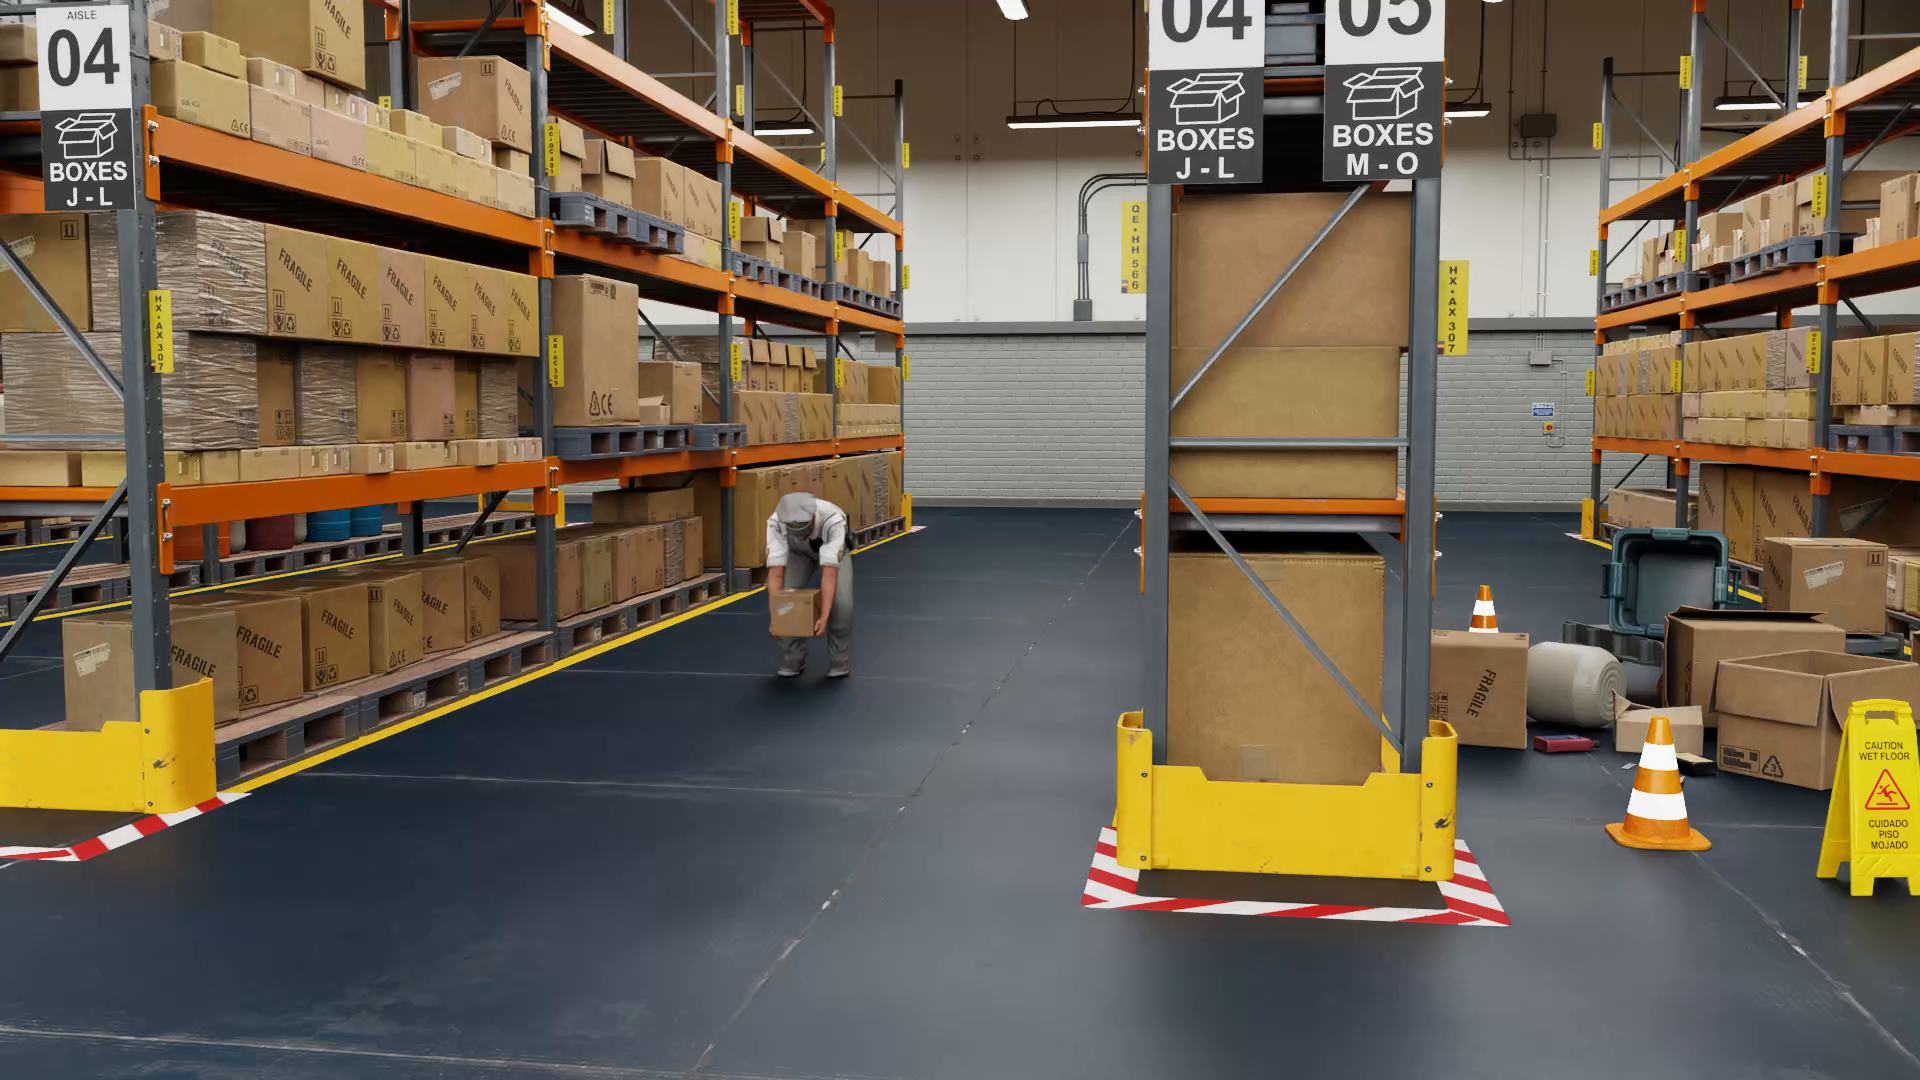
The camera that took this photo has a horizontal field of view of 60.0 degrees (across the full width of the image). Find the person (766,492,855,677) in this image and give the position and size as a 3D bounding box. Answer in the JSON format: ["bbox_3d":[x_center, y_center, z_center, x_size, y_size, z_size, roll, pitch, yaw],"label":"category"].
[{"bbox_3d":[-0.917,0.270,10.018,0.530,1.151,1.030,0,4,6],"label":"person"}]
